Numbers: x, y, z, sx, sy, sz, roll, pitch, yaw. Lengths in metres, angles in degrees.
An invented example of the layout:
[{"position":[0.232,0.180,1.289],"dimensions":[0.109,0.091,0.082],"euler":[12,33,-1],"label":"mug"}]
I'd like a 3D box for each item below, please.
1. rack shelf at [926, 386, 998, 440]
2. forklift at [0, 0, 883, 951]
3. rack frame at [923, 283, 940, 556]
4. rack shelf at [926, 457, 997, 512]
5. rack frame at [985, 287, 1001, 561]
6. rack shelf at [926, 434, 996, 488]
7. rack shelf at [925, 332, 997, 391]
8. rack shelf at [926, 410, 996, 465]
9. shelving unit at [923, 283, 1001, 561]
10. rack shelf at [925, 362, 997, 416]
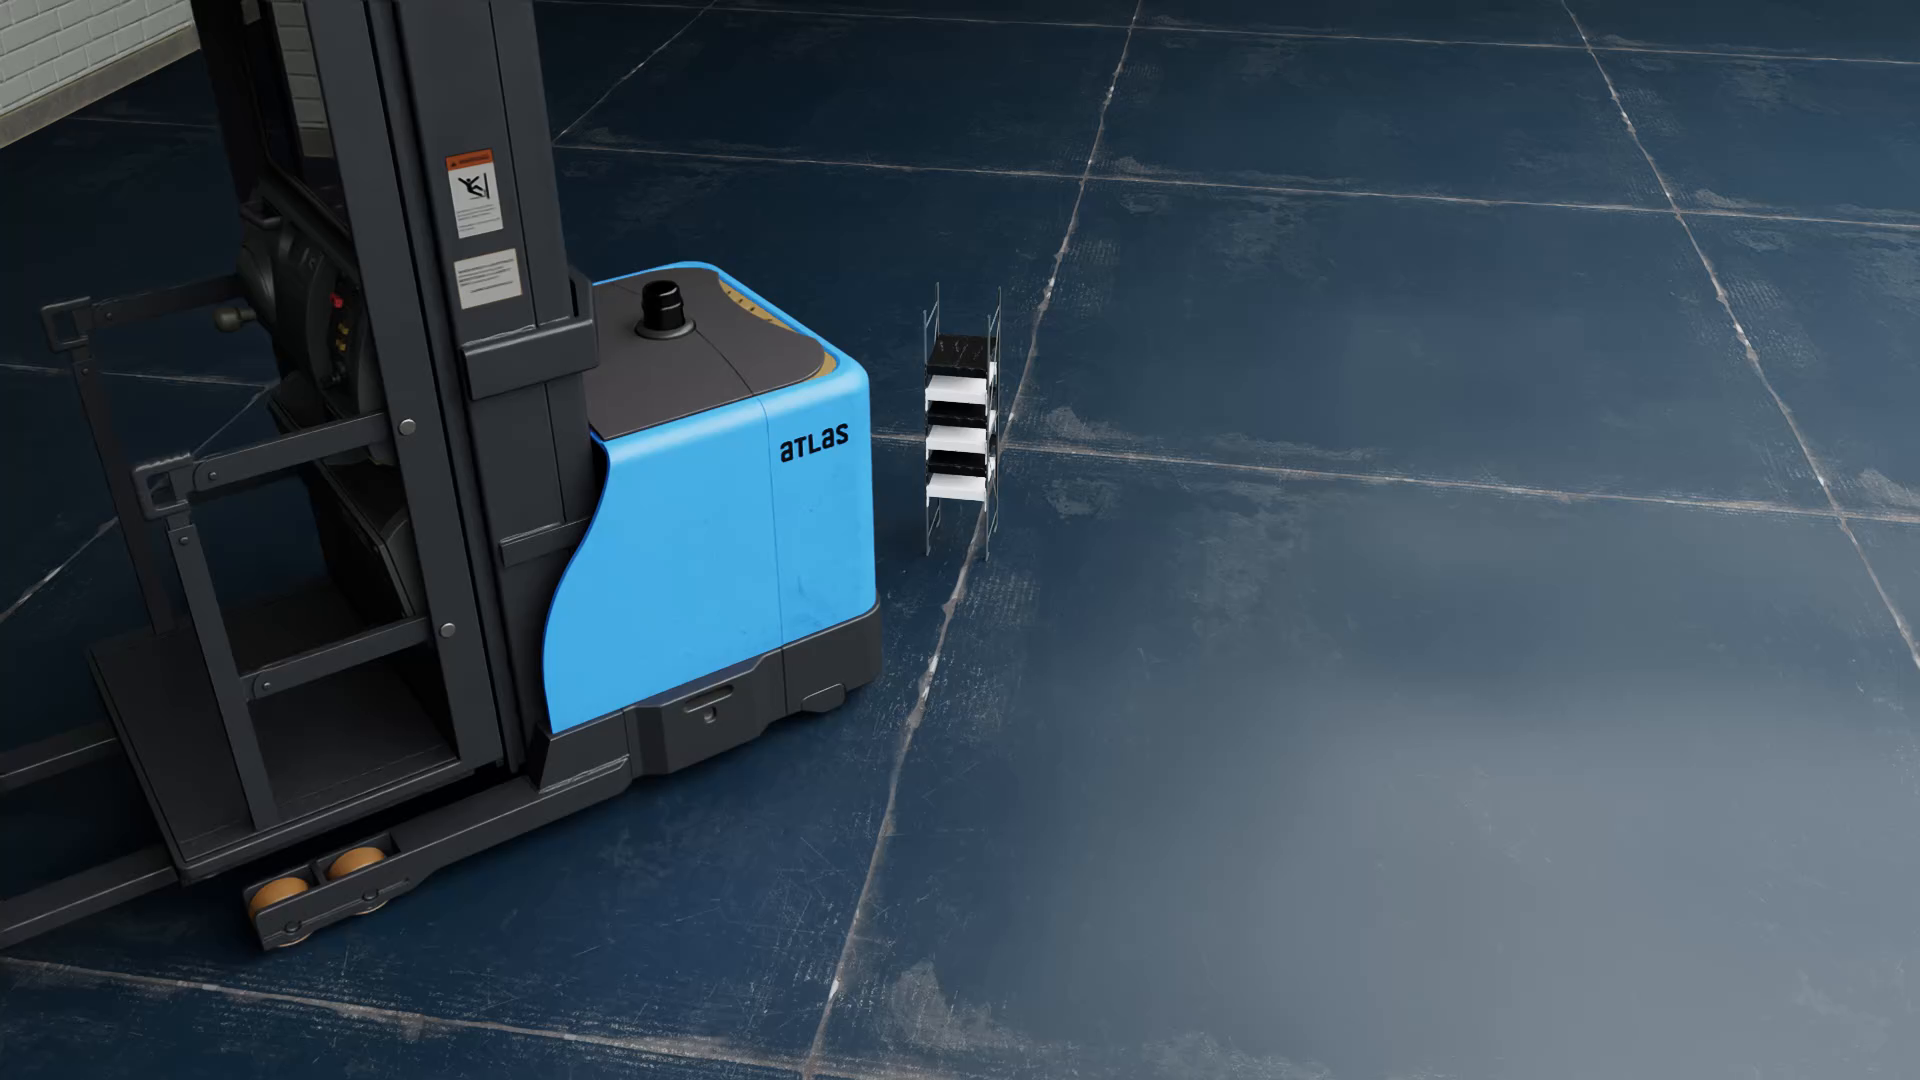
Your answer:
[{"position":[0.008,-0.429,5.480],"dimensions":[0.200,0.077,0.258],"euler":[5,32,8],"label":"rack shelf"},{"position":[-1.731,-0.553,3.871],"dimensions":[3.031,2.935,1.130],"euler":[-20,37,-29],"label":"forklift"},{"position":[-0.092,-0.390,5.525],"dimensions":[0.006,0.900,0.240],"euler":[5,32,8],"label":"rack frame"},{"position":[0.008,-0.200,5.623],"dimensions":[0.200,0.077,0.258],"euler":[5,32,8],"label":"rack shelf"},{"position":[0.108,-0.372,5.496],"dimensions":[0.006,0.900,0.240],"euler":[5,32,8],"label":"rack frame"},{"position":[0.008,-0.276,5.576],"dimensions":[0.200,0.077,0.258],"euler":[5,32,8],"label":"rack shelf"},{"position":[0.008,-0.581,5.384],"dimensions":[0.200,0.077,0.258],"euler":[5,32,8],"label":"rack shelf"},{"position":[0.008,-0.352,5.528],"dimensions":[0.200,0.077,0.258],"euler":[5,32,8],"label":"rack shelf"},{"position":[0.008,-0.381,5.510],"dimensions":[0.210,0.900,0.258],"euler":[5,32,8],"label":"shelving unit"},{"position":[0.008,-0.505,5.432],"dimensions":[0.200,0.077,0.258],"euler":[5,32,8],"label":"rack shelf"}]
